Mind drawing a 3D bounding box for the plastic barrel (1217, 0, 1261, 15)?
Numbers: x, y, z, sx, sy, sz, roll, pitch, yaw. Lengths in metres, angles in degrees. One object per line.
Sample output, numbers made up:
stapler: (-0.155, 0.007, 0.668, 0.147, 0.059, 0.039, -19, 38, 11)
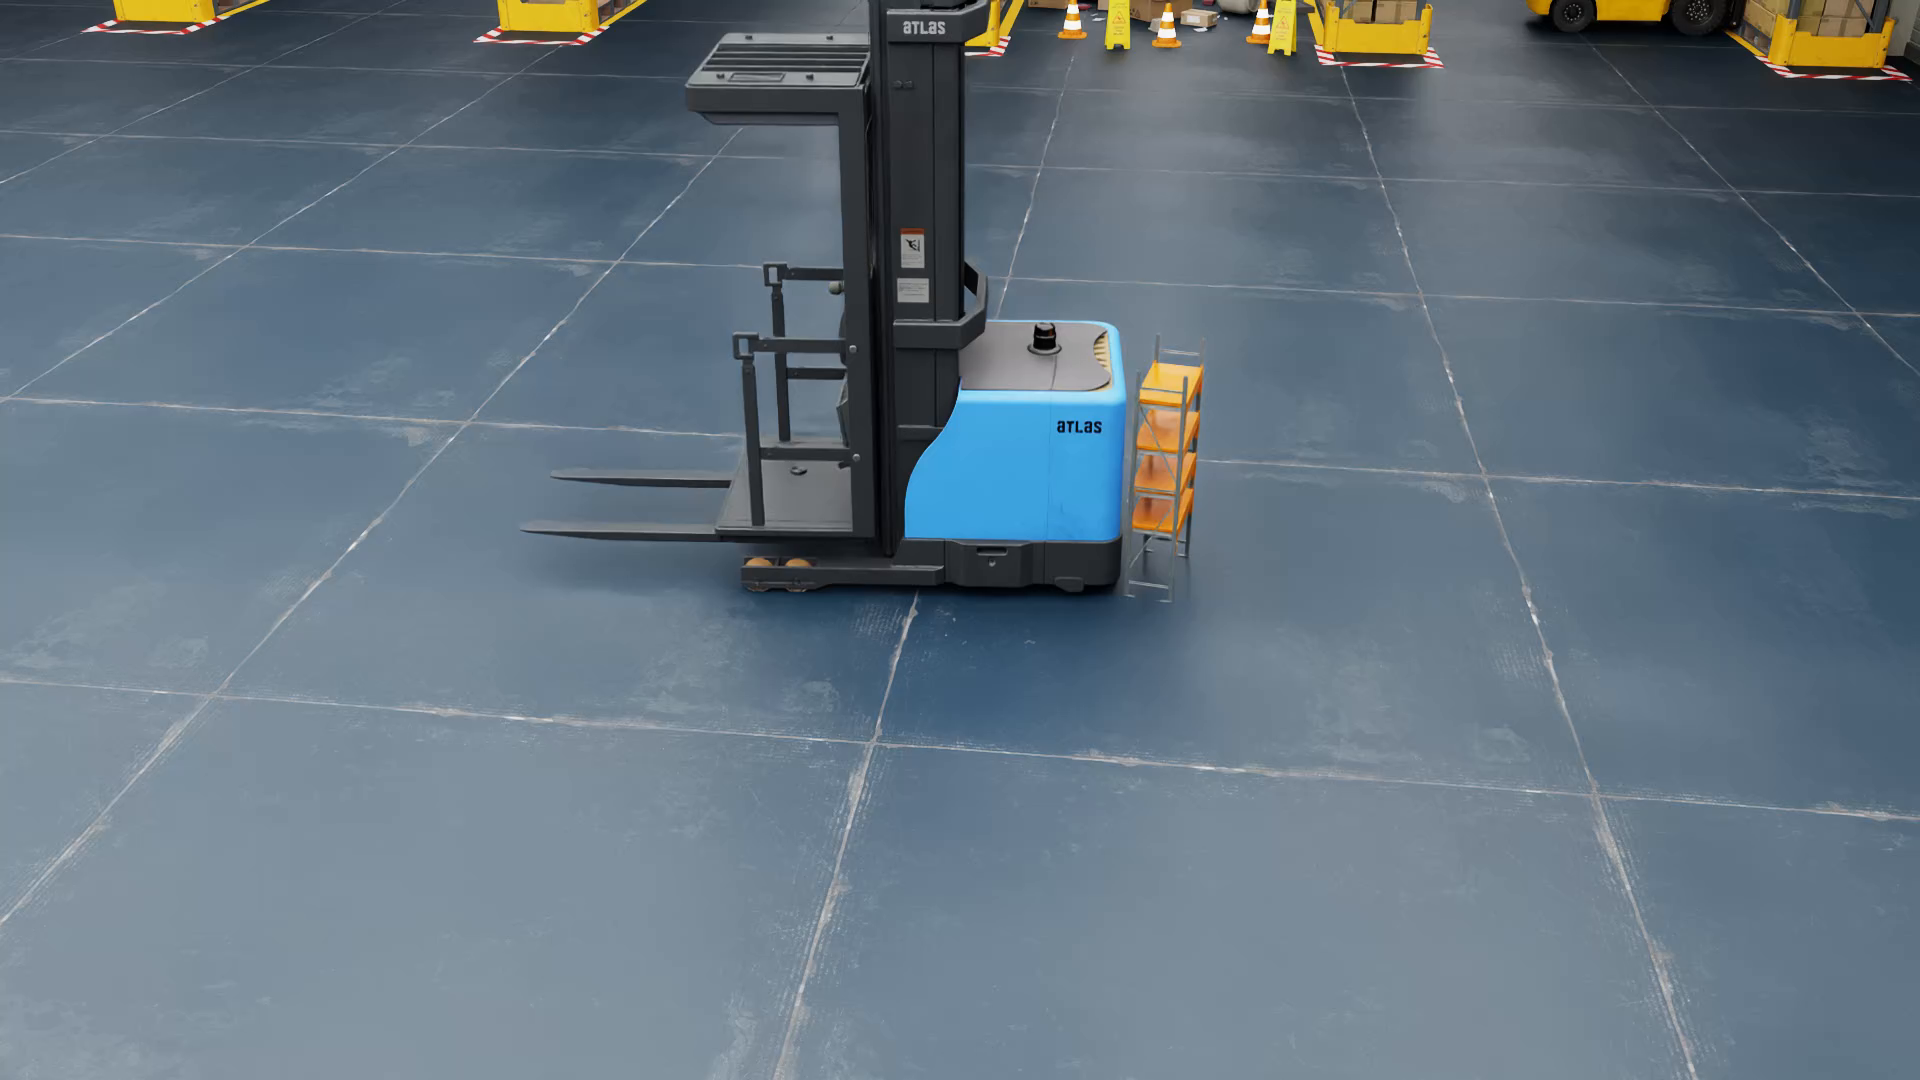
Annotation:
plastic barrel: (3.554, -6.905, 21.121, 0.421, 0.421, 0.512, -24, 36, -37)

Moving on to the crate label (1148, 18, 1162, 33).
crate label: (2.467, -6.275, 20.252, 0.250, 0.136, 0.298, -11, 30, -20)

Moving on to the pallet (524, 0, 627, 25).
pallet: (-4.888, -6.744, 21.045, 1.003, 0.211, 1.213, 3, 28, 6)

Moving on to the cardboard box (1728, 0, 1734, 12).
cardboard box: (9.656, -6.621, 20.333, 0.500, 0.250, 0.500, 4, 29, 8)

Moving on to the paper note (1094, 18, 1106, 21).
paper note: (1.750, -6.531, 20.843, 0.144, 0.017, 0.142, 14, 31, 24)

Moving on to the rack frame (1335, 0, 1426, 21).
rack frame: (4.803, -6.979, 18.542, 1.000, 3.000, 0.127, 3, 28, 6)

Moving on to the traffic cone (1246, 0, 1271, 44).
traffic cone: (3.576, -6.140, 19.659, 0.336, 0.463, 0.334, 3, 28, 6)

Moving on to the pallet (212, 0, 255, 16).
pallet: (-9.880, -7.036, 21.588, 1.003, 0.211, 1.213, 3, 28, 6)

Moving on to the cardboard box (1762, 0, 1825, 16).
cardboard box: (9.480, -6.134, 18.903, 0.500, 0.250, 0.500, 3, 28, 6)

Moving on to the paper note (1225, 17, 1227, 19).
paper note: (3.344, -6.561, 20.918, 0.032, 0.001, 0.123, 3, 28, 6)

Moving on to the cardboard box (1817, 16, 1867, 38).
cardboard box: (9.984, -5.887, 18.971, 0.500, 0.250, 0.500, 3, 29, 6)

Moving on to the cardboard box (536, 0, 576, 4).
cardboard box: (-4.939, -6.933, 20.648, 0.500, 0.500, 0.500, 9, 30, 16)

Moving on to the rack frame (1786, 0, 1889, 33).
rack frame: (9.730, -6.693, 18.010, 1.000, 3.000, 0.127, 3, 28, 6)

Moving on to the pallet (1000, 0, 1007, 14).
pallet: (0.051, -6.945, 21.419, 1.003, 0.211, 1.213, 3, 28, 6)

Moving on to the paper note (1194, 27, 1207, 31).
paper note: (2.944, -6.233, 20.287, 0.148, 0.019, 0.142, -6, 29, -11)

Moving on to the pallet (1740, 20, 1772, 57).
pallet: (9.782, -5.827, 19.344, 1.003, 0.211, 1.213, 3, 28, 6)

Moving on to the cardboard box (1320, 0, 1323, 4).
cardboard box: (4.765, -6.840, 20.740, 0.500, 0.250, 0.500, 2, 28, 4)

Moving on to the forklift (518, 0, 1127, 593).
forklift: (-0.702, -1.278, 8.031, 3.031, 2.935, 1.130, 1, 28, 2)

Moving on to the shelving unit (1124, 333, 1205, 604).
shelving unit: (0.997, -0.346, 8.127, 0.258, 1.200, 0.503, 8, 29, 14)

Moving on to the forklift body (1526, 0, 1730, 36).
forklift body: (8.152, -7.318, 20.065, 2.313, 2.155, 1.214, 3, 28, 6)

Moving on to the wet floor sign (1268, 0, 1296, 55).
wet floor sign: (3.718, -5.916, 19.050, 0.267, 0.644, 0.232, 14, 31, 24)

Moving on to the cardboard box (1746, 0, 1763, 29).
cardboard box: (9.545, -6.140, 19.441, 0.500, 0.250, 0.500, 3, 28, 6)

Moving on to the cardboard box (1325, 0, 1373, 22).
cardboard box: (4.638, -6.361, 19.851, 0.500, 0.250, 0.500, 3, 28, 6)

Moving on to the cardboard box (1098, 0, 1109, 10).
cardboard box: (1.986, -6.982, 21.431, 0.396, 0.266, 0.258, 8, 29, 15)

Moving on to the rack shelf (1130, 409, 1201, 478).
rack shelf: (0.997, -0.484, 8.053, 0.258, 0.148, 0.480, 8, 29, 14)

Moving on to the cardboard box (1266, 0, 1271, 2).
cardboard box: (3.812, -7.337, 21.840, 0.500, 0.500, 0.500, -24, 36, -37)

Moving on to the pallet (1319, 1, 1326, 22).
pallet: (5.099, -6.740, 21.039, 1.003, 0.211, 1.213, 3, 28, 6)

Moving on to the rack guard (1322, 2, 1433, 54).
rack guard: (4.813, -5.915, 19.201, 1.175, 0.500, 0.348, 3, 28, 6)

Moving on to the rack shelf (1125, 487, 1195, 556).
rack shelf: (0.997, -0.112, 8.253, 0.258, 0.148, 0.480, 8, 29, 14)

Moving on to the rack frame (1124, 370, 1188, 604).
rack frame: (0.928, -0.235, 7.921, 0.240, 1.200, 0.015, 8, 29, 14)

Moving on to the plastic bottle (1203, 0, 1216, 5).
plastic bottle: (3.274, -7.070, 21.809, 0.133, 0.061, 0.283, 8, 29, 15)

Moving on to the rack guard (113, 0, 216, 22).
rack guard: (-9.985, -6.781, 20.810, 1.175, 0.500, 0.348, 3, 28, 6)

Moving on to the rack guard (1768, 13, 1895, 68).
rack guard: (9.727, -5.581, 18.582, 1.175, 0.500, 0.348, 3, 28, 6)
